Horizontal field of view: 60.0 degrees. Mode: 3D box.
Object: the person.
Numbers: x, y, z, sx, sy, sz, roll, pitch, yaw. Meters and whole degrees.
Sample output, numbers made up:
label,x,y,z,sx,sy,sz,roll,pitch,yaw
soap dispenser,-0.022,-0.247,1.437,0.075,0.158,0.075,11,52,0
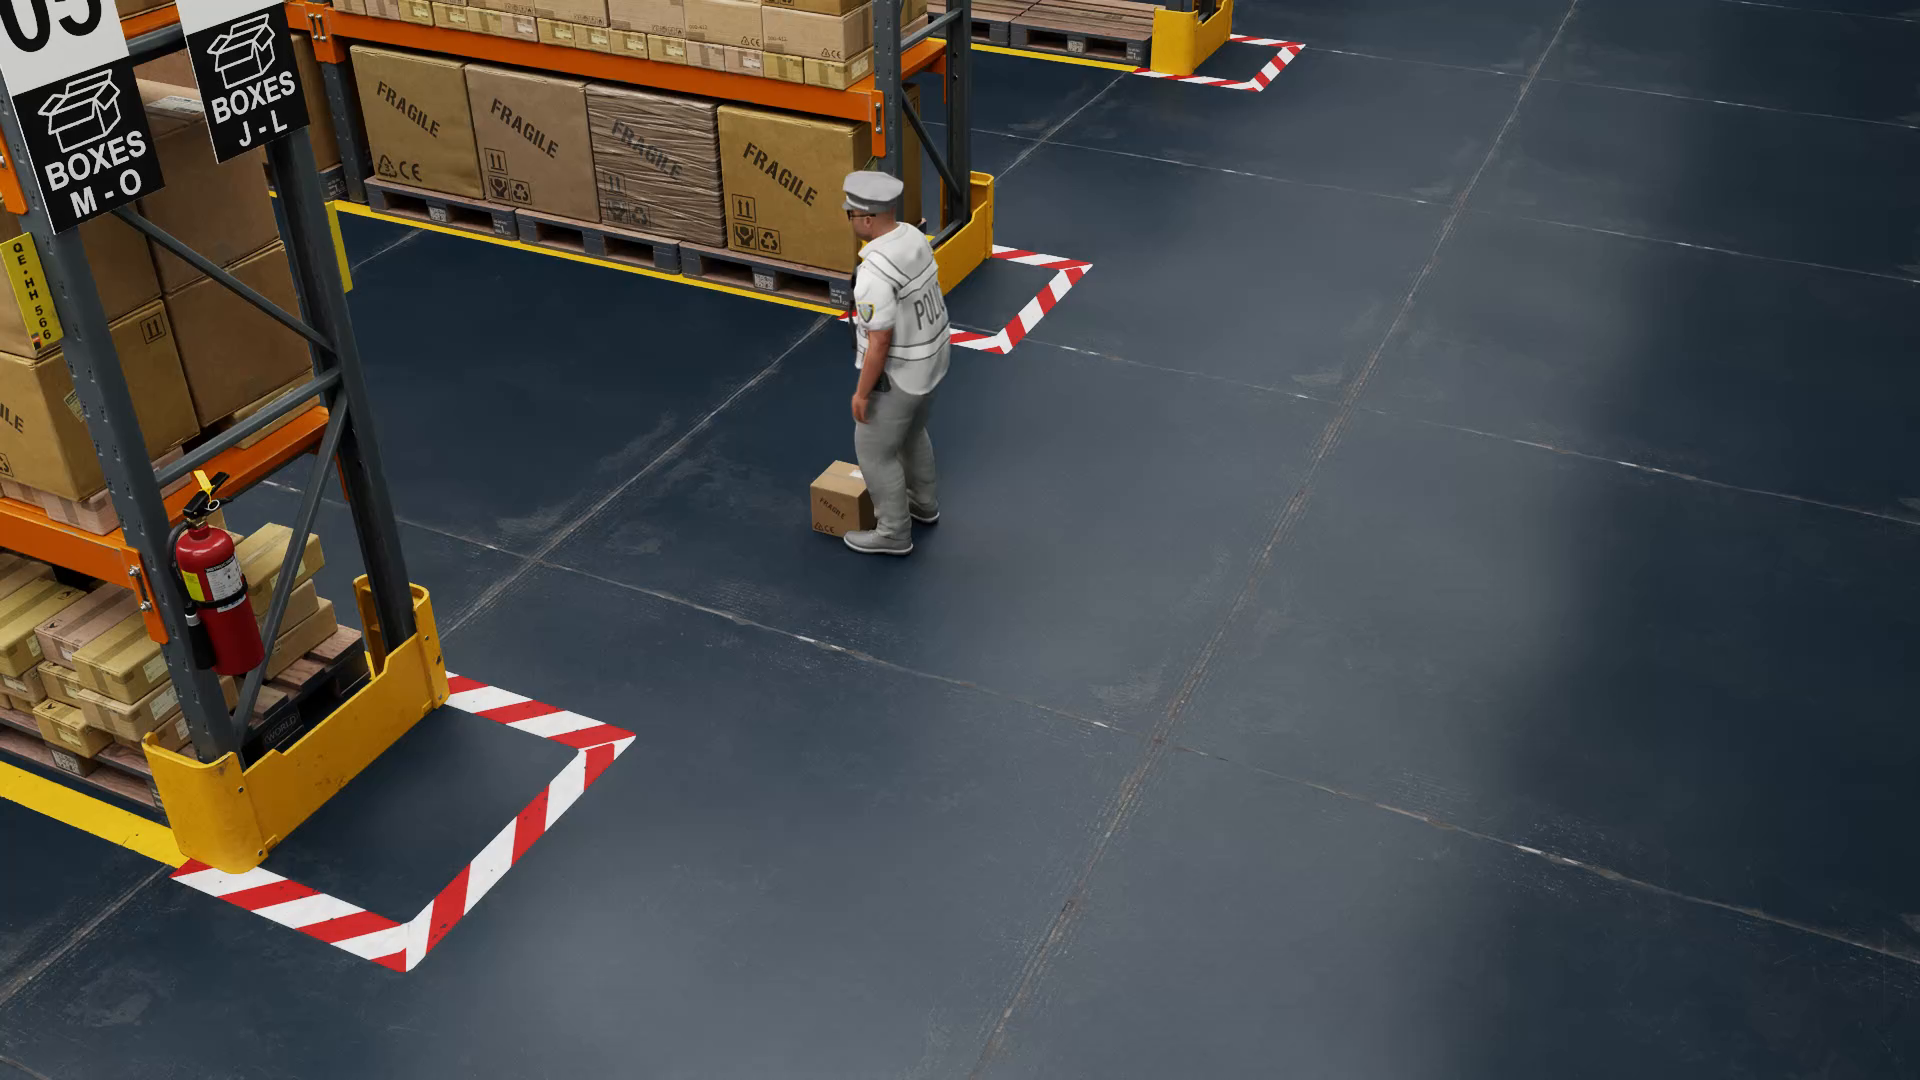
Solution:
label,x,y,z,sx,sy,sz,roll,pitch,yaw
person,-0.279,-0.747,7.262,0.439,1.749,0.606,12,35,18
